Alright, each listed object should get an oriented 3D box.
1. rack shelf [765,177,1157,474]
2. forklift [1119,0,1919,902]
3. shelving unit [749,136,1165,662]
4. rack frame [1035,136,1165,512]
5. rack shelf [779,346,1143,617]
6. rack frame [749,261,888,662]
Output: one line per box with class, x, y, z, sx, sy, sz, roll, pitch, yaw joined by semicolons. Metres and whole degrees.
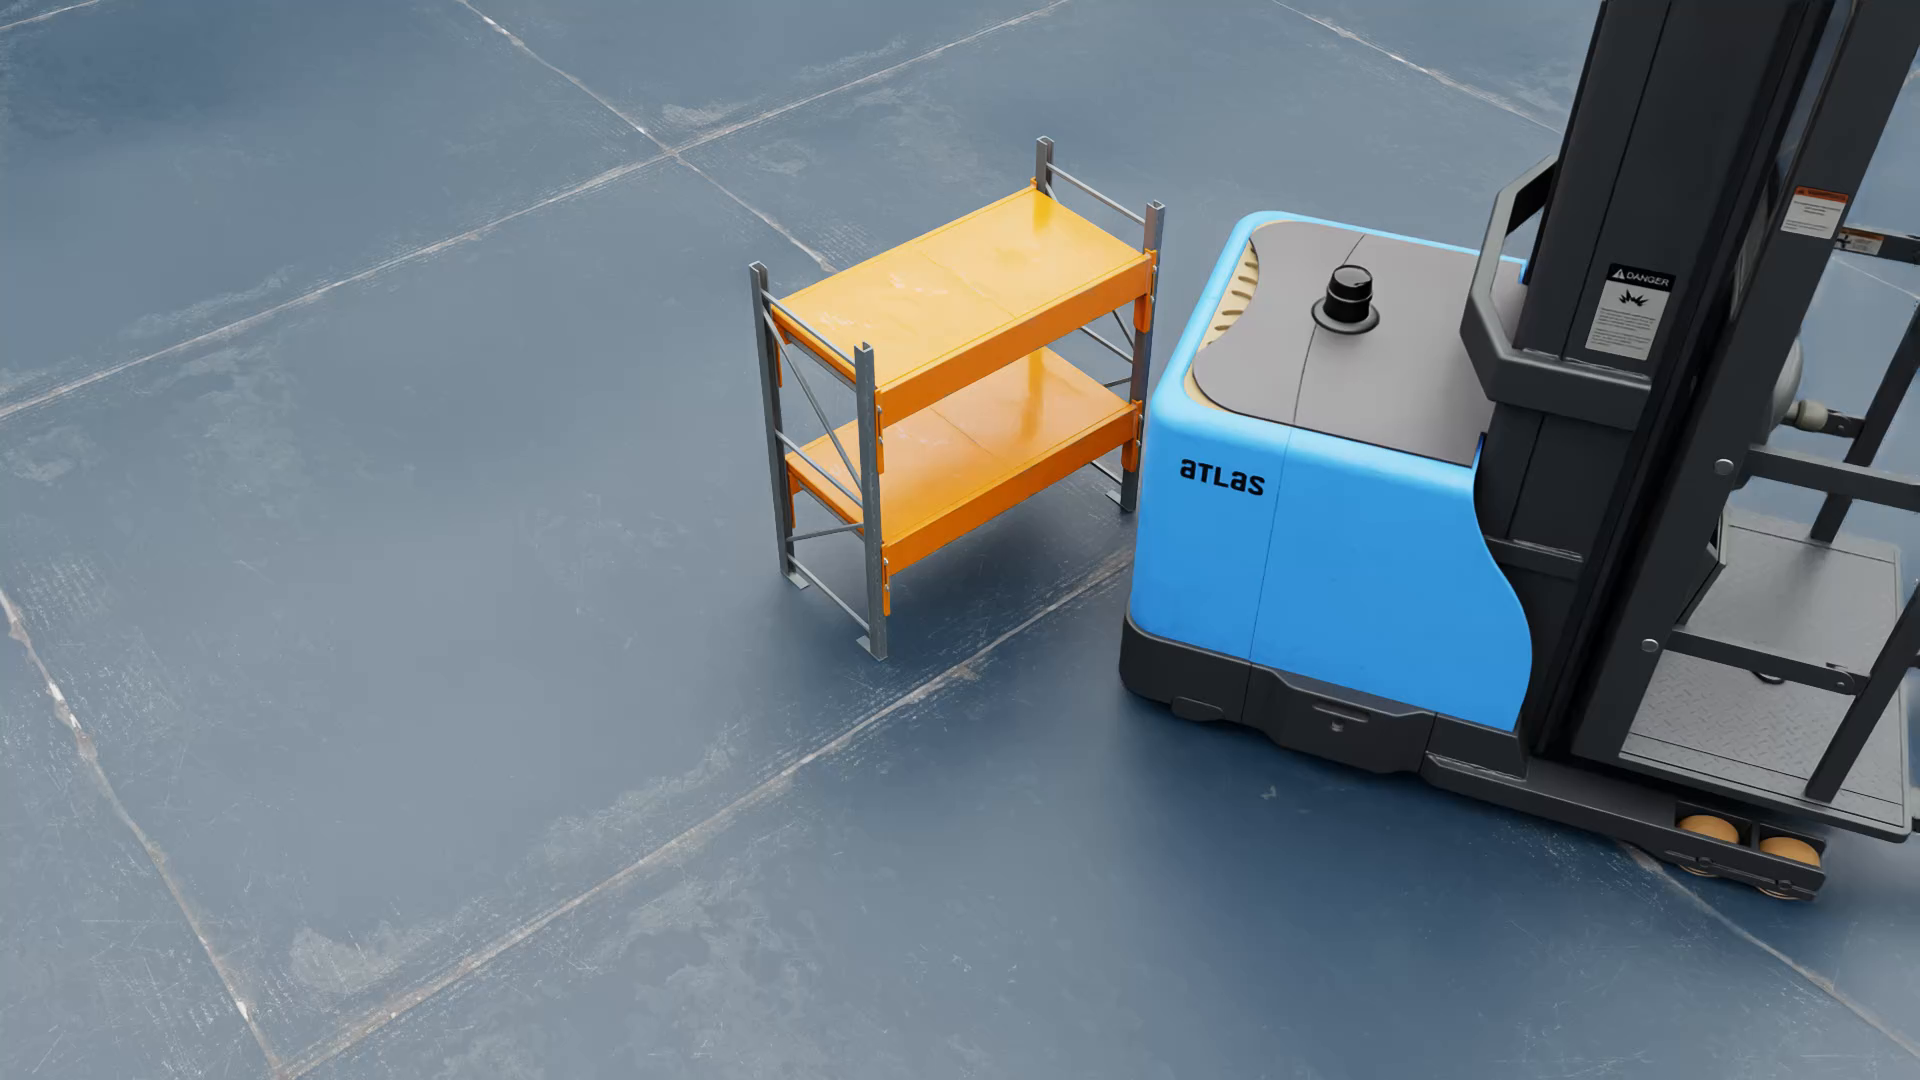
rack shelf;0.005;-0.626;4.668;1.000;0.278;0.538;-30;51;-28
forklift;2.025;-0.562;3.708;3.031;2.935;1.130;15;45;15
shelving unit;0.005;-0.413;4.868;1.048;1.125;0.538;-30;51;-28
rack frame;0.395;-0.636;5.106;0.032;1.125;0.500;-30;51;-28
rack shelf;0.005;-0.235;5.035;1.000;0.278;0.538;-30;51;-28
rack frame;-0.385;-0.190;4.630;0.032;1.125;0.500;-30;51;-28
